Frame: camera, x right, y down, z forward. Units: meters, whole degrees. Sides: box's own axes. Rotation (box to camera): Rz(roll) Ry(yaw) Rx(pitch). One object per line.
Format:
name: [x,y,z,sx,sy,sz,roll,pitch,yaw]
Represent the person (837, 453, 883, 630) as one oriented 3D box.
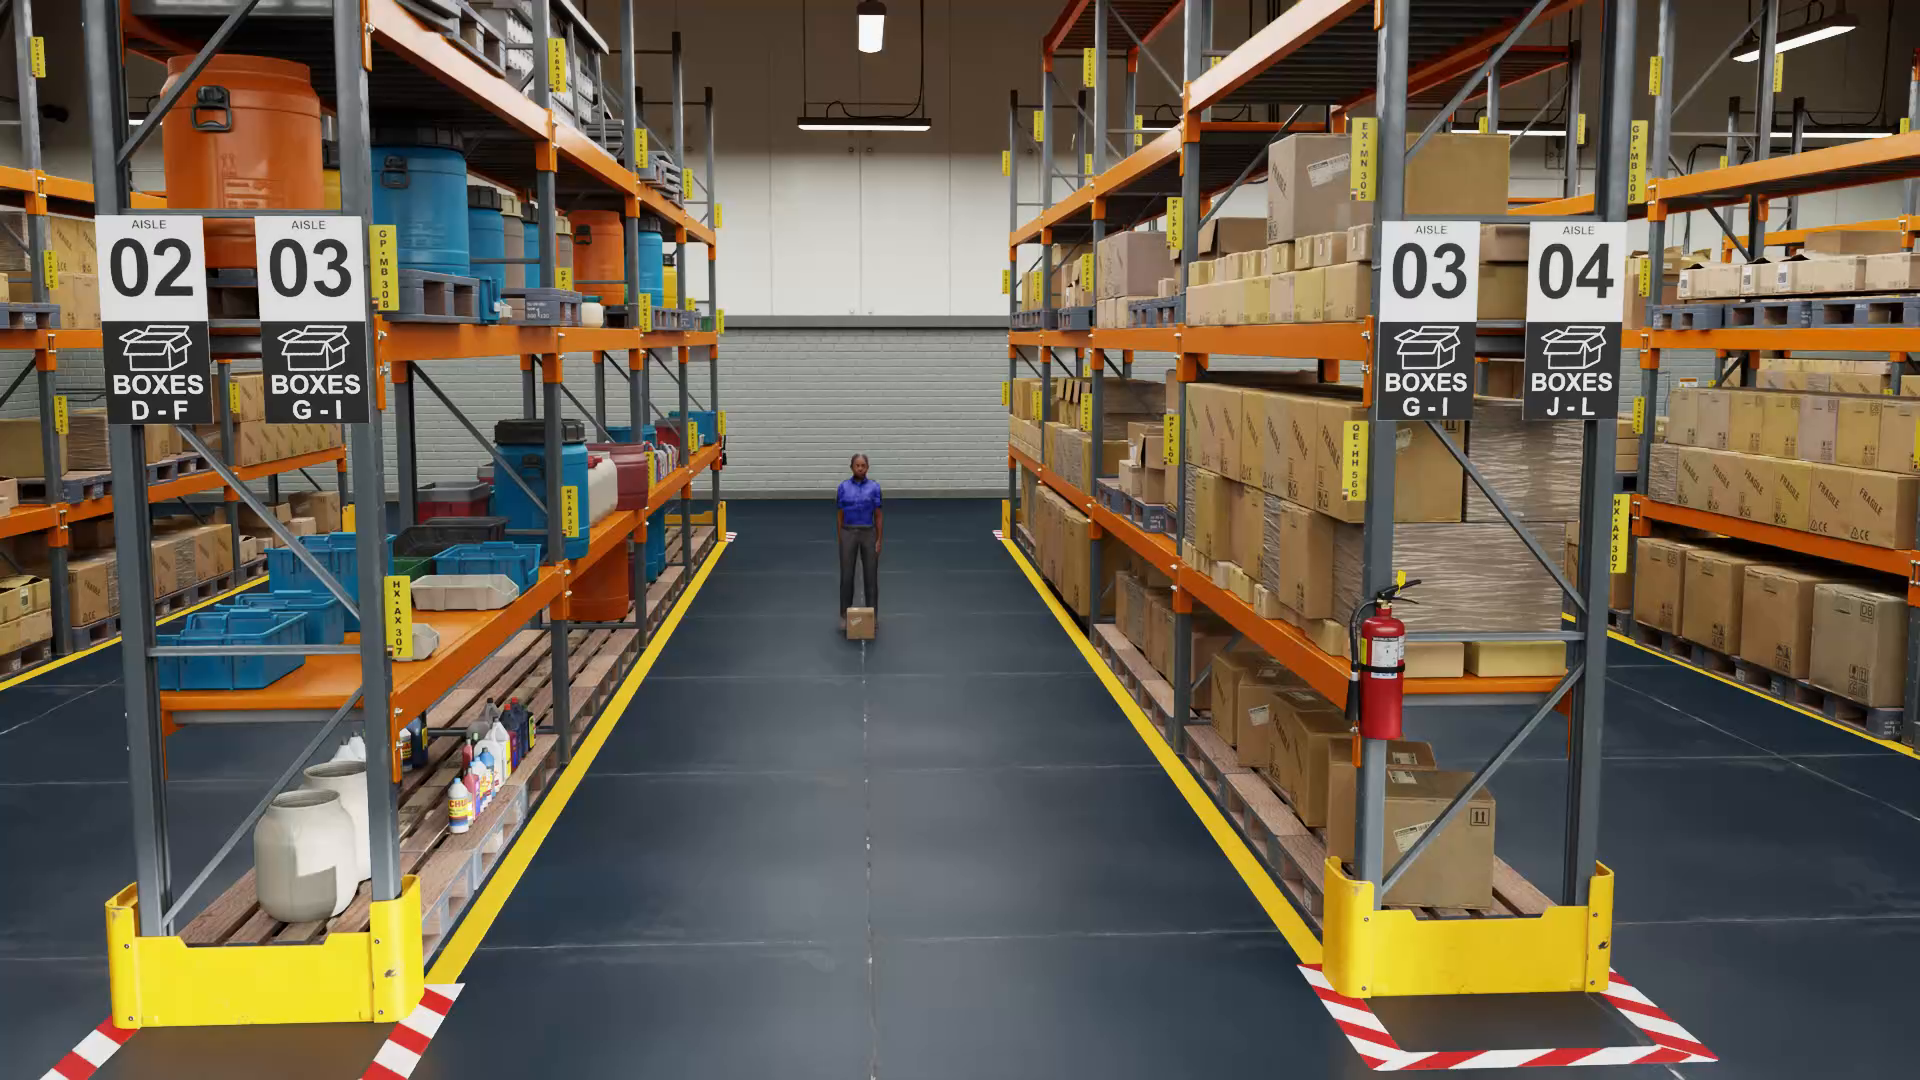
person: [-0.946,0.013,15.708,0.439,1.673,0.299,0,7,-2]
